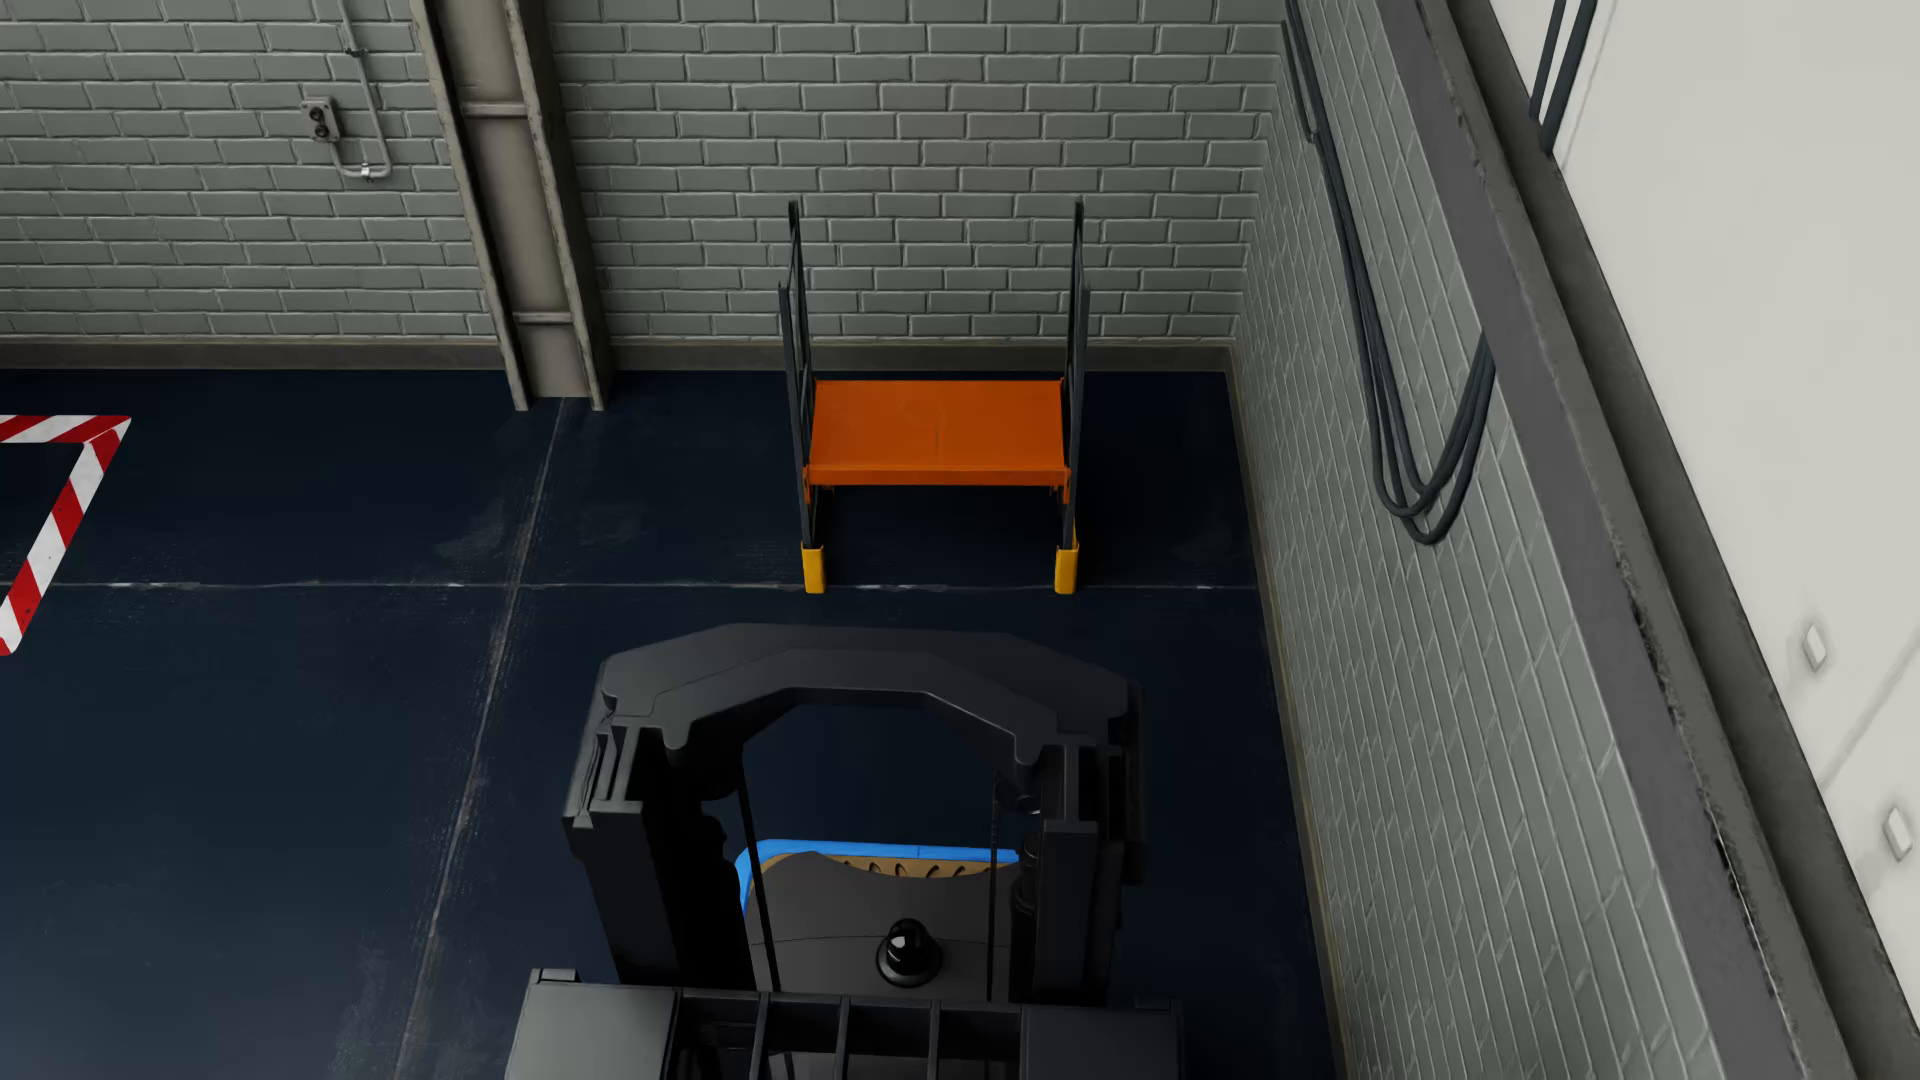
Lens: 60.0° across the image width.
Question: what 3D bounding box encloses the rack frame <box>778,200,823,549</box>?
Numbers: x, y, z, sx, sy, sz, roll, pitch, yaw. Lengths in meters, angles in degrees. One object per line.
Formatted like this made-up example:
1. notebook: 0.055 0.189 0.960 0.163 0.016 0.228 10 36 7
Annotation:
1. rack frame: -0.594 -0.513 6.283 0.032 1.500 0.500 0 47 0

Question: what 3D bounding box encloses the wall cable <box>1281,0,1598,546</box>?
1. wall cable: 1.182 -1.791 4.472 0.112 2.526 3.097 0 47 0

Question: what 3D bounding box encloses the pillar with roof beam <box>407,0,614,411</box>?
1. pillar with roof beam: -1.785 -0.601 1.242 0.400 9.000 9.100 0 47 0

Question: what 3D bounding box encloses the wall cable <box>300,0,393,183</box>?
1. wall cable: -3.189 -2.117 6.058 1.851 1.984 0.084 0 47 0

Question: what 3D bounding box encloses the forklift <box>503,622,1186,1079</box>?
1. forklift: -0.190 1.655 3.288 1.130 2.935 3.031 2 47 2

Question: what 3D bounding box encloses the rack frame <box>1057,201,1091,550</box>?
1. rack frame: 0.423 -0.510 6.281 0.032 1.500 0.500 0 47 0

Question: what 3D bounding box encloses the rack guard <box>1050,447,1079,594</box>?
1. rack guard: 0.422 -0.084 6.738 0.087 0.250 0.587 0 47 0

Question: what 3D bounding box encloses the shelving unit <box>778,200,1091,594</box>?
1. shelving unit: -0.076 -0.511 6.282 1.083 1.500 0.587 0 47 0

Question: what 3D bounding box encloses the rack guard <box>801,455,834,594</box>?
1. rack guard: -0.574 -0.087 6.741 0.087 0.250 0.587 0 47 0

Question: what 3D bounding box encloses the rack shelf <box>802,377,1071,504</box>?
1. rack shelf: -0.085 -0.389 6.414 1.000 0.185 0.538 0 47 0
